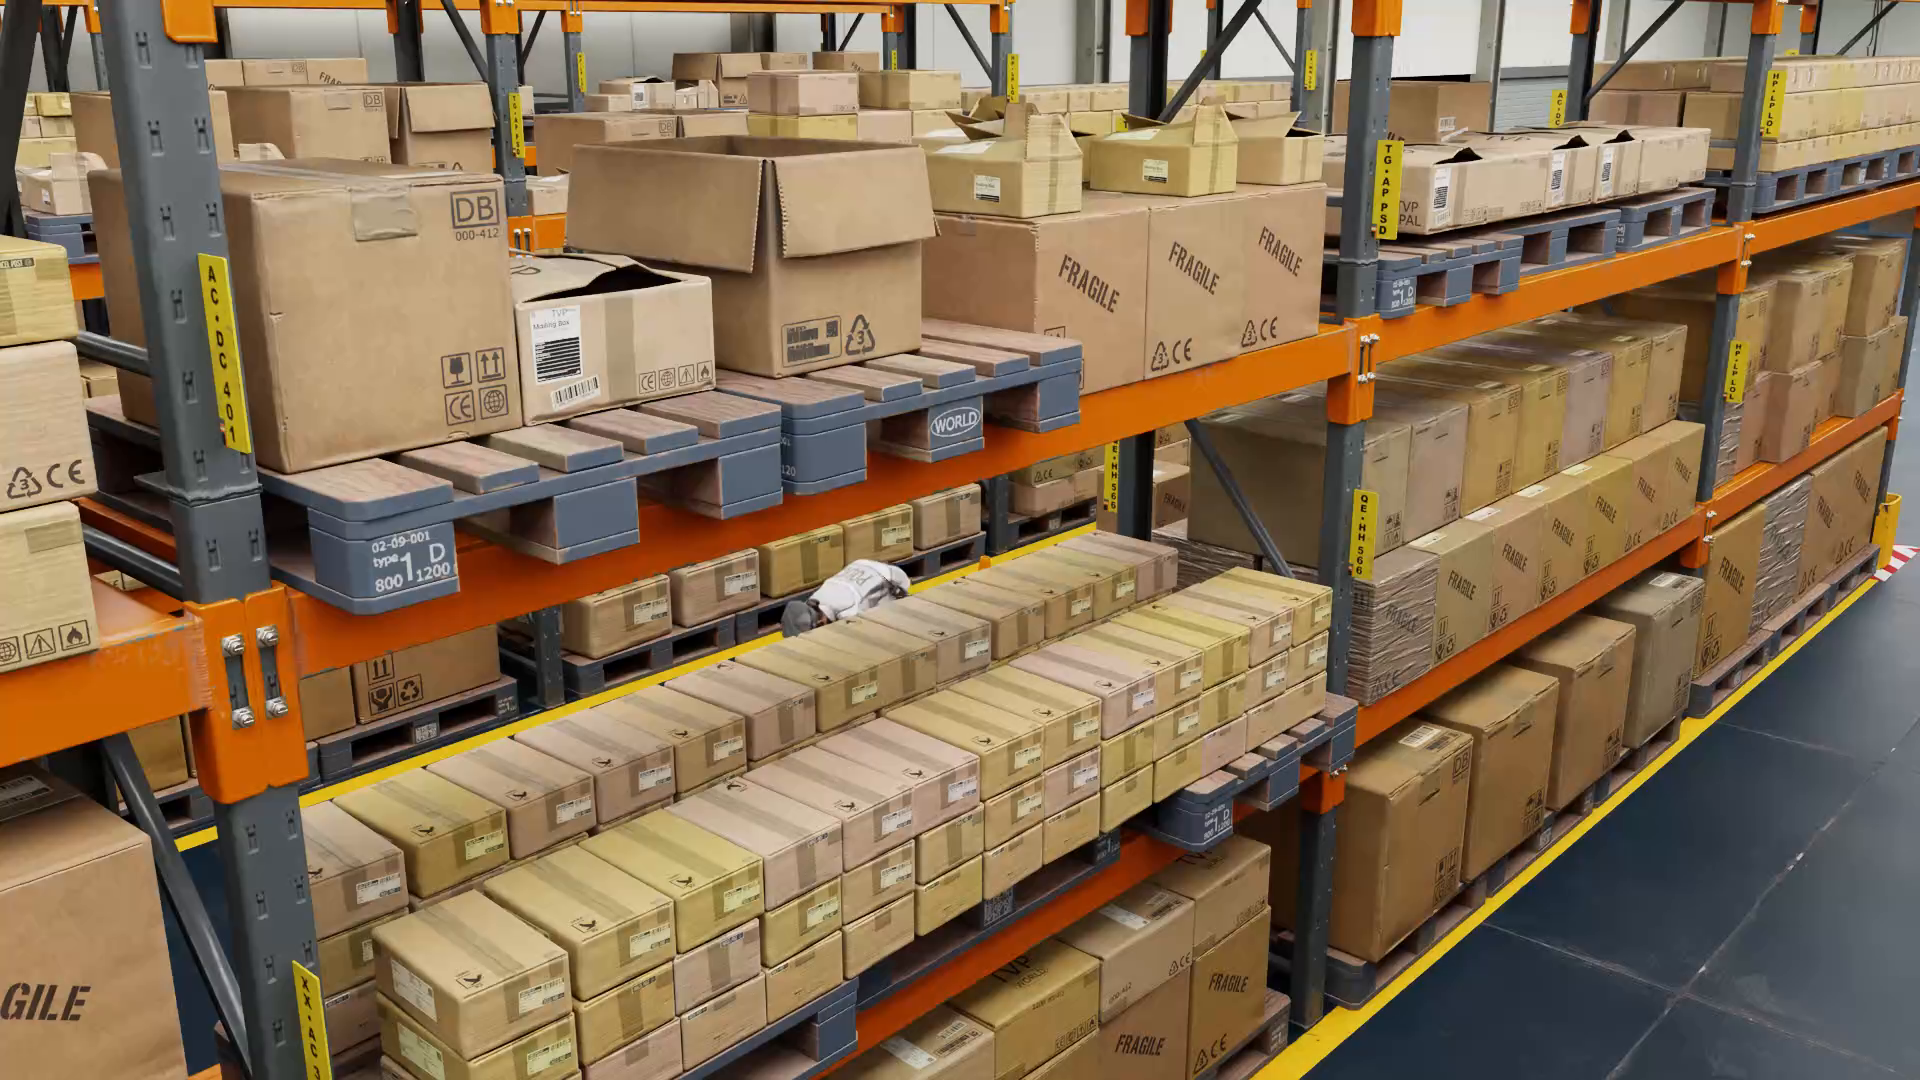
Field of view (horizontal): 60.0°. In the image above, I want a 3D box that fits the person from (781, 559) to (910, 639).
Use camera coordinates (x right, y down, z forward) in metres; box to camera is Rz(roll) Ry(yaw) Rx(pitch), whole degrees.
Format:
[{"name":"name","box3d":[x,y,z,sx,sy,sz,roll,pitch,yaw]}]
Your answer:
[{"name":"person","box3d":[-0.660,0.577,9.685,0.460,0.812,0.902,14,22,38]}]
